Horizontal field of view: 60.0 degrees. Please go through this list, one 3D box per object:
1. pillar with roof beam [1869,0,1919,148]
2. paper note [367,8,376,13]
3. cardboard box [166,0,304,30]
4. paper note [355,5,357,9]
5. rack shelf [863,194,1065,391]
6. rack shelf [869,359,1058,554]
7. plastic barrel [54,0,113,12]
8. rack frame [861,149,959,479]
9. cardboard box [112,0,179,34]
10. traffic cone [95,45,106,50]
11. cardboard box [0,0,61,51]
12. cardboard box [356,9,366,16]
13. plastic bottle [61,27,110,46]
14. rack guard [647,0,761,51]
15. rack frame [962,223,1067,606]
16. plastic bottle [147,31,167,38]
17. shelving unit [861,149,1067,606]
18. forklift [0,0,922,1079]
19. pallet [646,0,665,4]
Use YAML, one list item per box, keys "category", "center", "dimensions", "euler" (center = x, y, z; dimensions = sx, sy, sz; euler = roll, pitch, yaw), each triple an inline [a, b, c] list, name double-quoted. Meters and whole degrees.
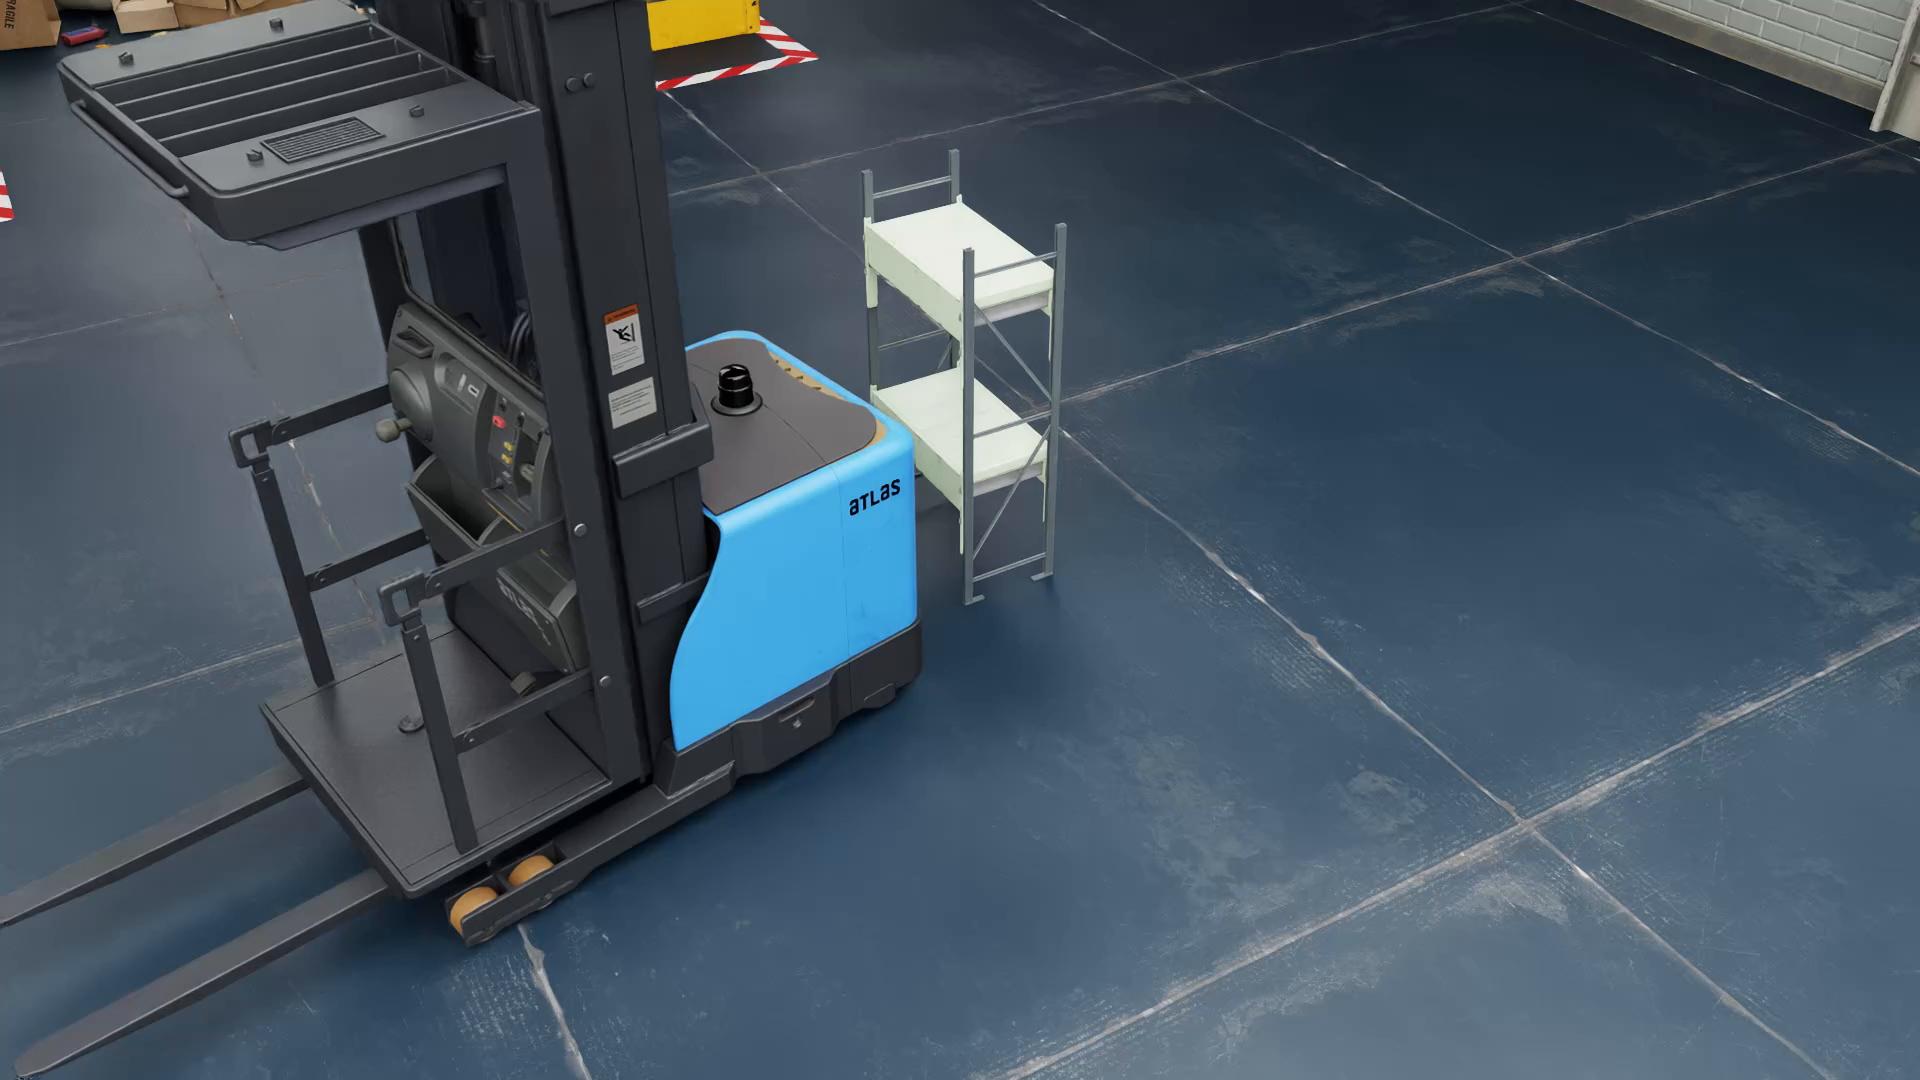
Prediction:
- category: "pillar with roof beam"
  center: [2.087, -4.827, 5.729]
  dimensions: [9.100, 9.000, 0.400]
  euler: [-19, 40, -24]
- category: "paper note"
  center: [-4.231, -3.807, 11.954]
  dimensions: [0.032, 0.001, 0.123]
  euler: [-19, 40, -24]
- category: "cardboard box"
  center: [-4.996, -3.782, 11.502]
  dimensions: [0.637, 0.503, 0.797]
  euler: [12, 38, 16]
- category: "paper note"
  center: [-4.418, -3.811, 11.952]
  dimensions: [0.148, 0.019, 0.142]
  euler: [-6, 37, -8]
- category: "rack shelf"
  center: [0.003, -0.917, 6.073]
  dimensions: [0.431, 0.370, 0.720]
  euler: [-19, 40, -24]
- category: "rack shelf"
  center: [0.003, -0.339, 6.495]
  dimensions: [0.431, 0.370, 0.720]
  euler: [-19, 40, -24]
- category: "plastic barrel"
  center: [-6.267, -4.002, 11.871]
  dimensions: [0.512, 0.421, 0.421]
  euler: [6, 37, 8]
- category: "rack frame"
  center: [-0.181, -0.789, 6.559]
  dimensions: [0.400, 1.500, 0.023]
  euler: [-19, 40, -24]
- category: "cardboard box"
  center: [-5.707, -3.732, 11.634]
  dimensions: [0.396, 0.266, 0.258]
  euler: [-12, 38, -16]
- category: "traffic cone"
  center: [-5.193, -2.794, 10.183]
  dimensions: [0.336, 0.463, 0.334]
  euler: [-19, 40, -24]
- category: "cardboard box"
  center: [-6.496, -3.671, 11.350]
  dimensions: [0.500, 0.500, 0.500]
  euler: [-12, 38, -16]
- category: "cardboard box"
  center: [-4.329, -3.563, 11.502]
  dimensions: [0.380, 0.149, 0.250]
  euler: [0, 36, 0]
- category: "plastic bottle"
  center: [-6.028, -3.483, 11.467]
  dimensions: [0.133, 0.061, 0.283]
  euler: [26, 44, 31]
- category: "rack guard"
  center: [-1.963, -3.674, 11.357]
  dimensions: [1.175, 0.500, 0.348]
  euler: [-19, 40, -24]
- category: "rack frame"
  center: [0.187, -0.416, 6.047]
  dimensions: [0.400, 1.500, 0.023]
  euler: [-19, 40, -24]
- category: "plastic bottle"
  center: [-5.466, -3.427, 11.390]
  dimensions: [0.283, 0.061, 0.133]
  euler: [26, 44, 31]
- category: "shelving unit"
  center: [0.003, -0.602, 6.303]
  dimensions: [0.431, 1.500, 0.755]
  euler: [-19, 40, -24]
- category: "forklift"
  center: [-1.577, -0.310, 4.689]
  dimensions: [3.031, 2.935, 1.130]
  euler: [-27, 44, -32]
- category: "pallet"
  center: [-2.340, -3.982, 12.024]
  dimensions: [1.003, 0.211, 1.213]
  euler: [-19, 40, -24]
